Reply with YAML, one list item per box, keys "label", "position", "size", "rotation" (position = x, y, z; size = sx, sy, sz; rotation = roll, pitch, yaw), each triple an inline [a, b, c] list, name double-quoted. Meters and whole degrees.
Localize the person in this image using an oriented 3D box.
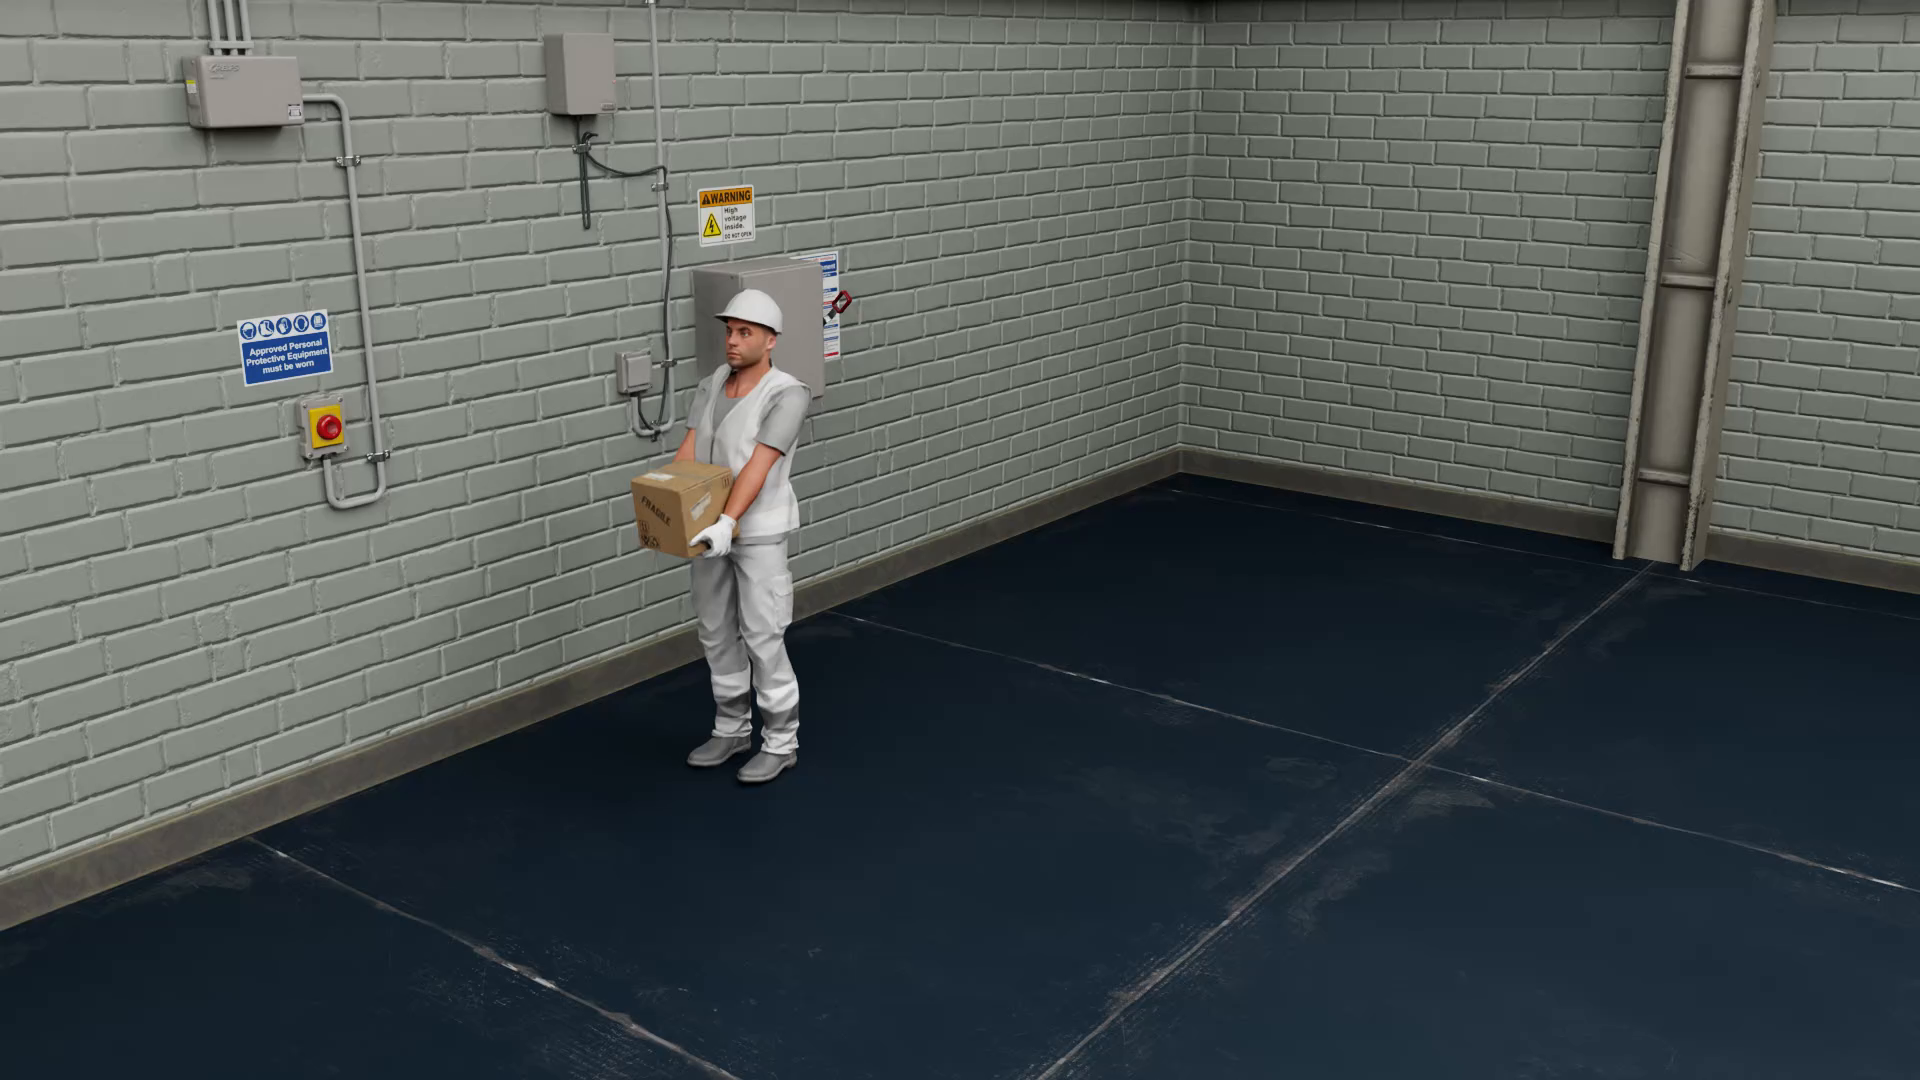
- label: "person"
  position: [-0.838, 0.011, 5.966]
  size: [0.494, 1.783, 0.568]
  rotation: [12, 20, 36]
